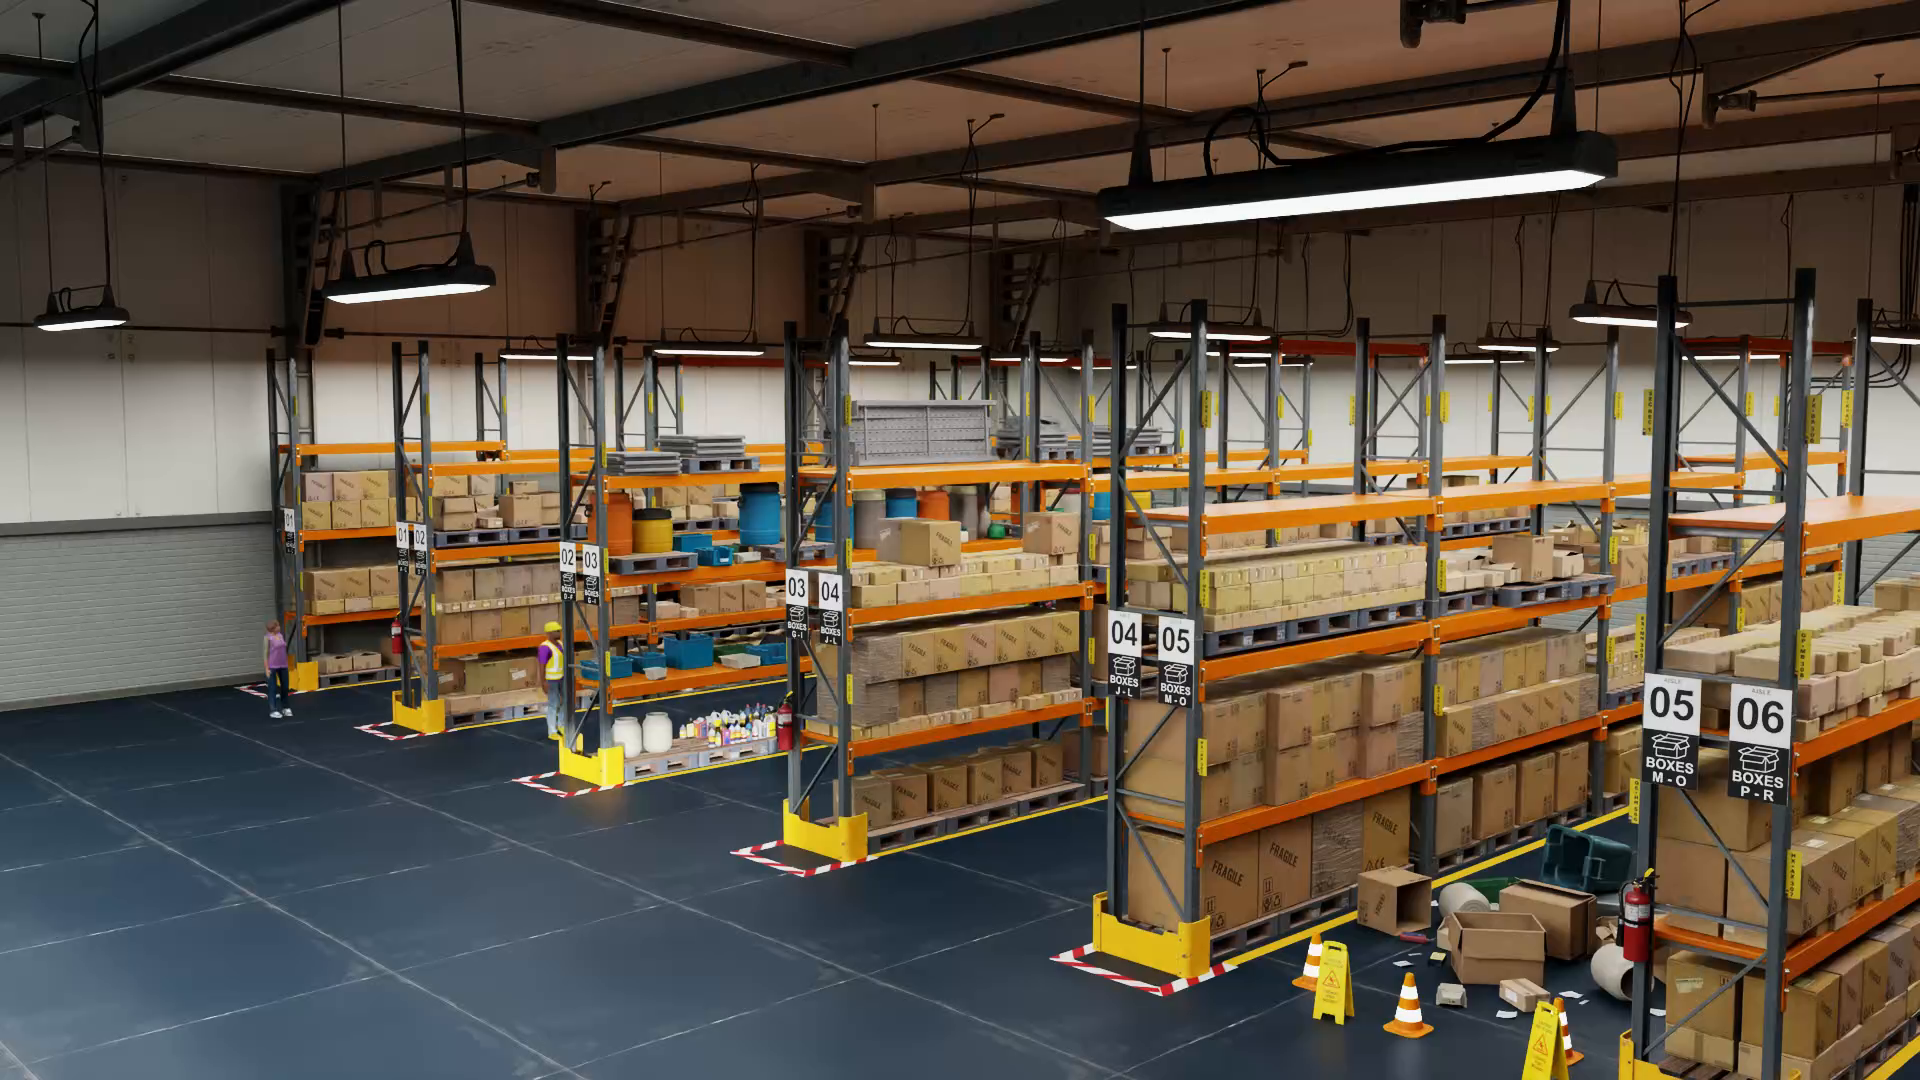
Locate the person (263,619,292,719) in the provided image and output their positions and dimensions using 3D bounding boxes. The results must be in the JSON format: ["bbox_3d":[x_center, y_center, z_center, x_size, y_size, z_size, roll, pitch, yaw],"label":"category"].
[{"bbox_3d":[-10.992,2.064,26.746,0.365,1.616,0.493,4,6,38],"label":"person"}]

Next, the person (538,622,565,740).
[{"bbox_3d":[-6.104,2.126,25.141,0.459,1.795,0.640,3,6,31],"label":"person"}]
